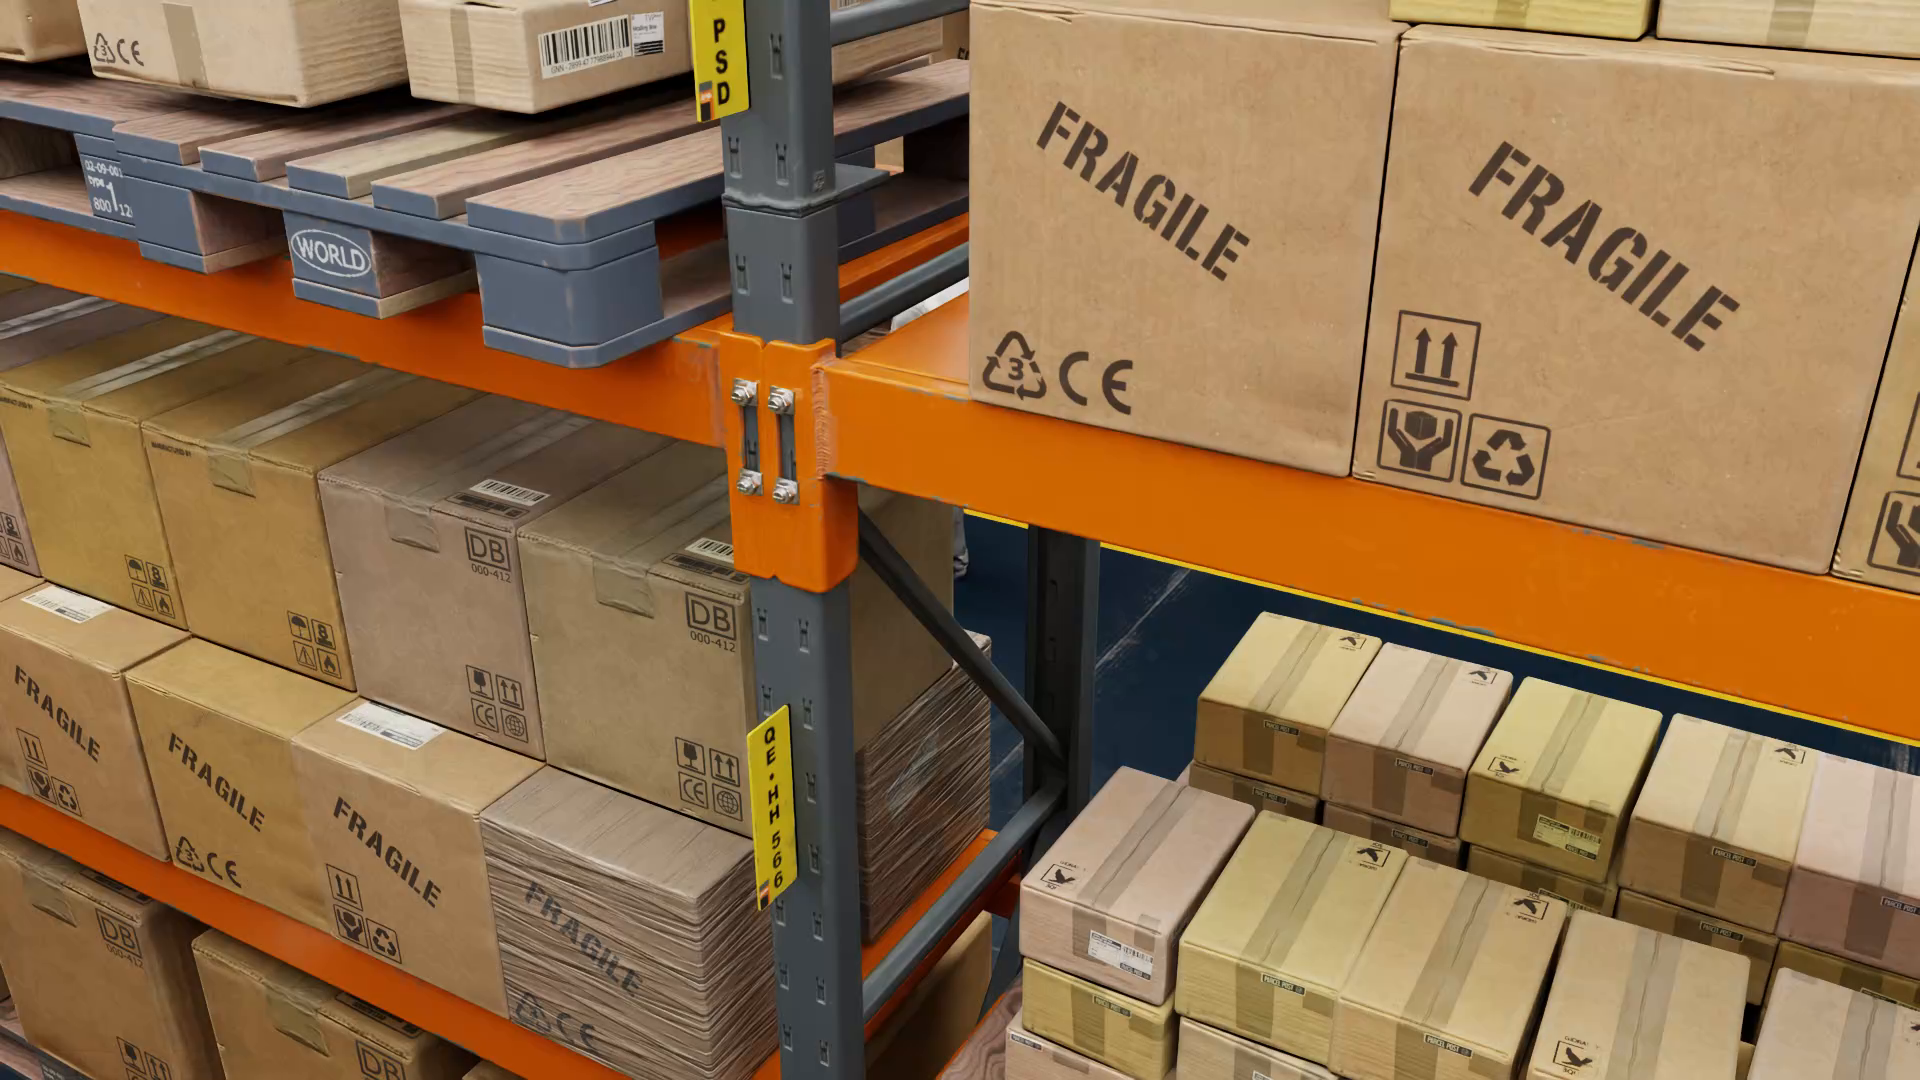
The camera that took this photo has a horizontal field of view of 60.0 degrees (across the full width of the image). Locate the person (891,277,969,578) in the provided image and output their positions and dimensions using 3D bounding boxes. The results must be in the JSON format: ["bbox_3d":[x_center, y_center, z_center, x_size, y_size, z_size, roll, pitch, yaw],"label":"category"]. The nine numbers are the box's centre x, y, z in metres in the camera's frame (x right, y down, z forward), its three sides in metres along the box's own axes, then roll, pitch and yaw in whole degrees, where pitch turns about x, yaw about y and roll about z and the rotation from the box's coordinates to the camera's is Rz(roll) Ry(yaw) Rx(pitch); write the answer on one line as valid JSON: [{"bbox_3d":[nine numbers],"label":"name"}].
[{"bbox_3d":[-0.171,-0.592,7.271,0.493,1.780,0.542,14,29,25],"label":"person"}]
